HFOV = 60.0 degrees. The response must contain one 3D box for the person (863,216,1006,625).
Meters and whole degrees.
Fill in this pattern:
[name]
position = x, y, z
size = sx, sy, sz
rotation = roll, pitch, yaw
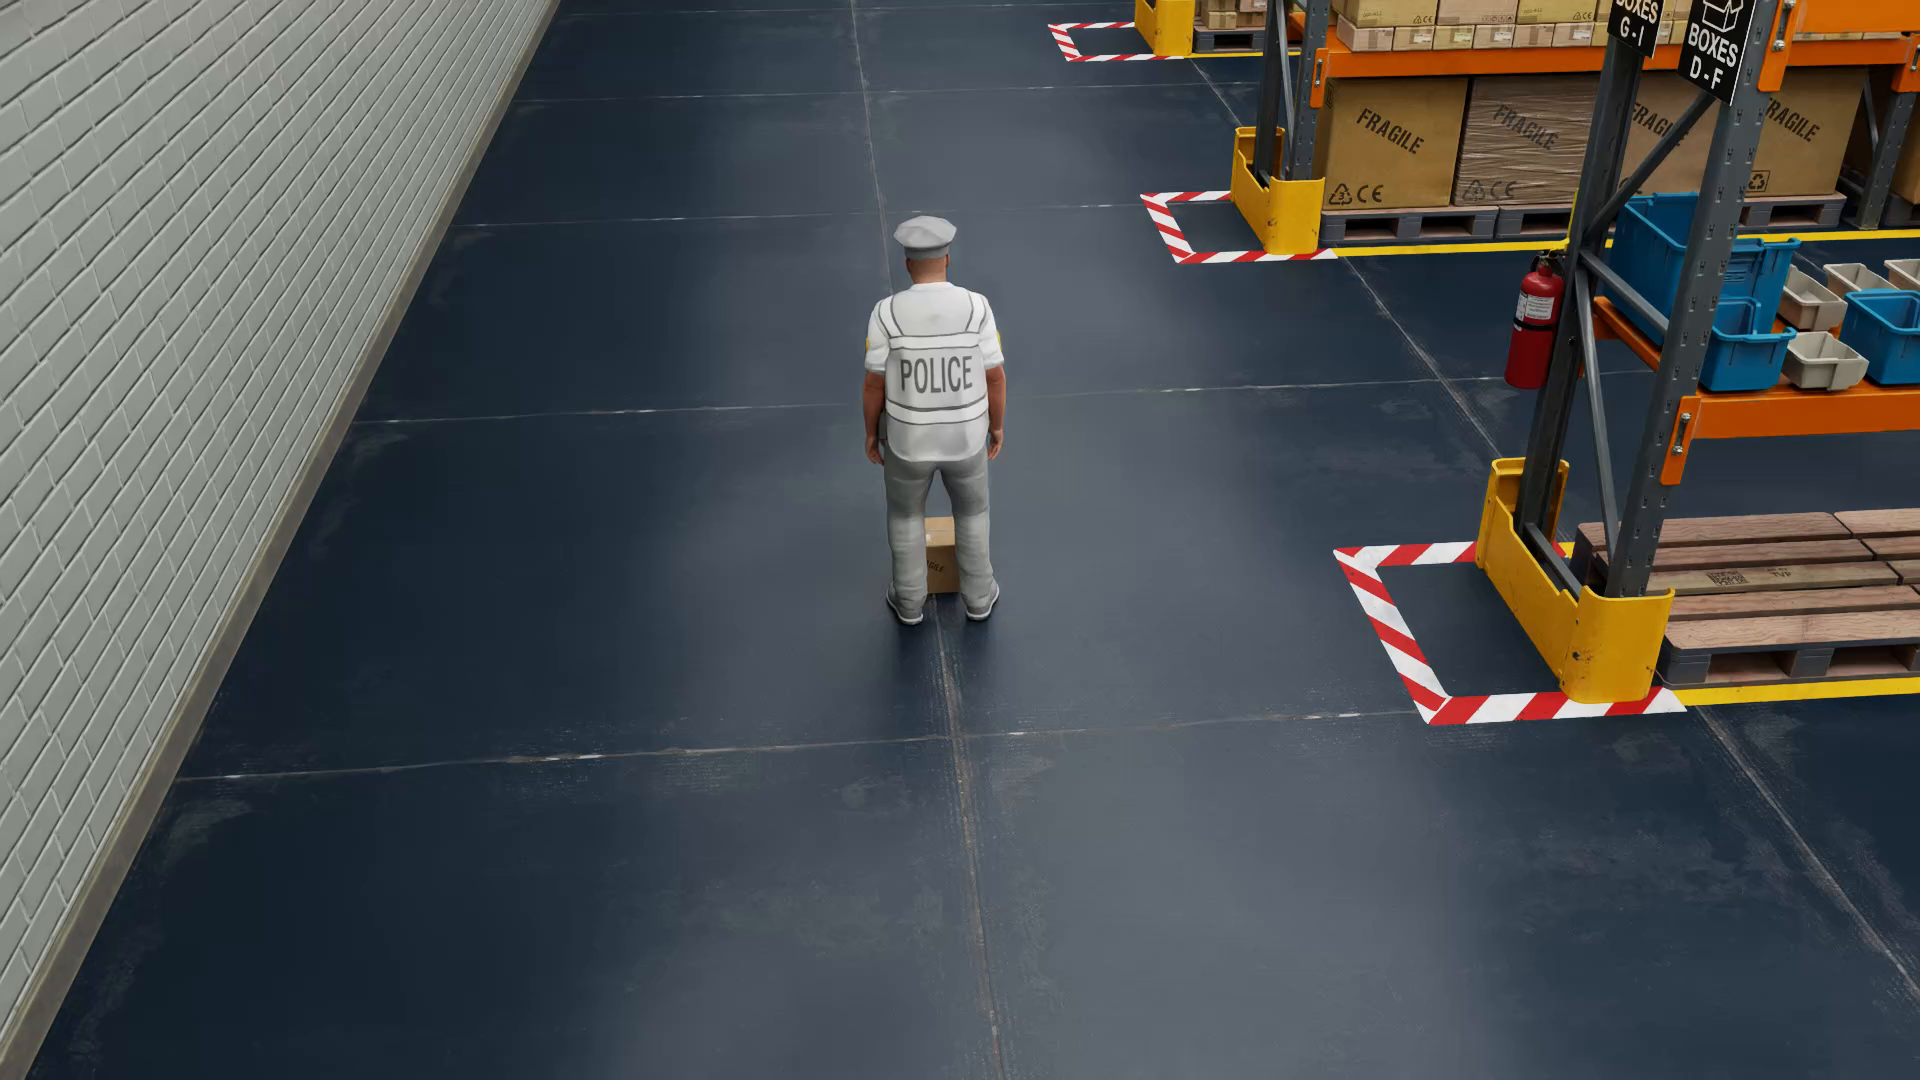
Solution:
[person]
position = -0.103, -0.436, 6.853
size = 0.585, 1.748, 0.432
rotation = -3, 31, -5
